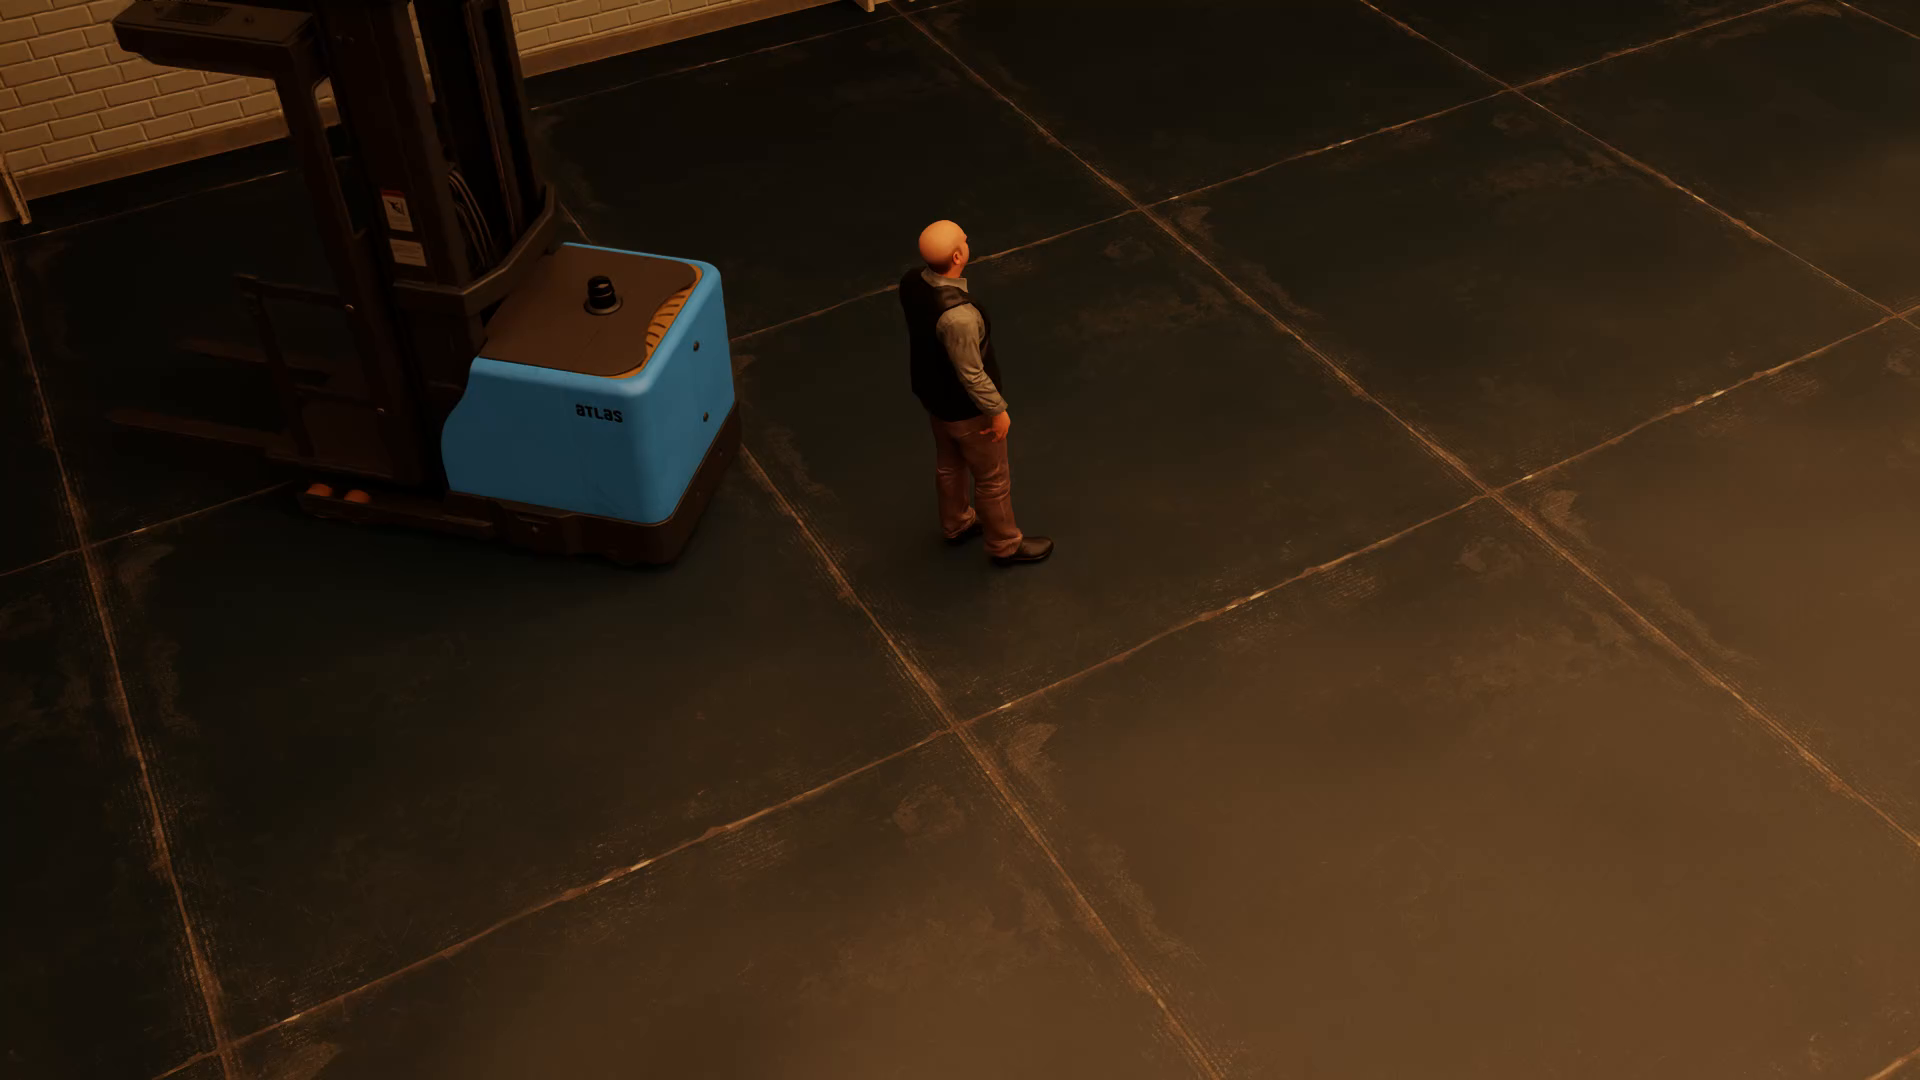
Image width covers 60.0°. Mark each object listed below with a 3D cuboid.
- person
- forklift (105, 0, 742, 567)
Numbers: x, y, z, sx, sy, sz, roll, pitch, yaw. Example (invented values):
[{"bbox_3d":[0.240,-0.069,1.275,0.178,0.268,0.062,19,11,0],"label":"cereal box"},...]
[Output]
[{"bbox_3d":[0.065,-0.627,7.311,0.551,1.644,0.633,-21,47,-21],"label":"person"},{"bbox_3d":[-2.660,-1.488,7.302,3.031,2.935,1.130,10,44,10],"label":"forklift"}]
